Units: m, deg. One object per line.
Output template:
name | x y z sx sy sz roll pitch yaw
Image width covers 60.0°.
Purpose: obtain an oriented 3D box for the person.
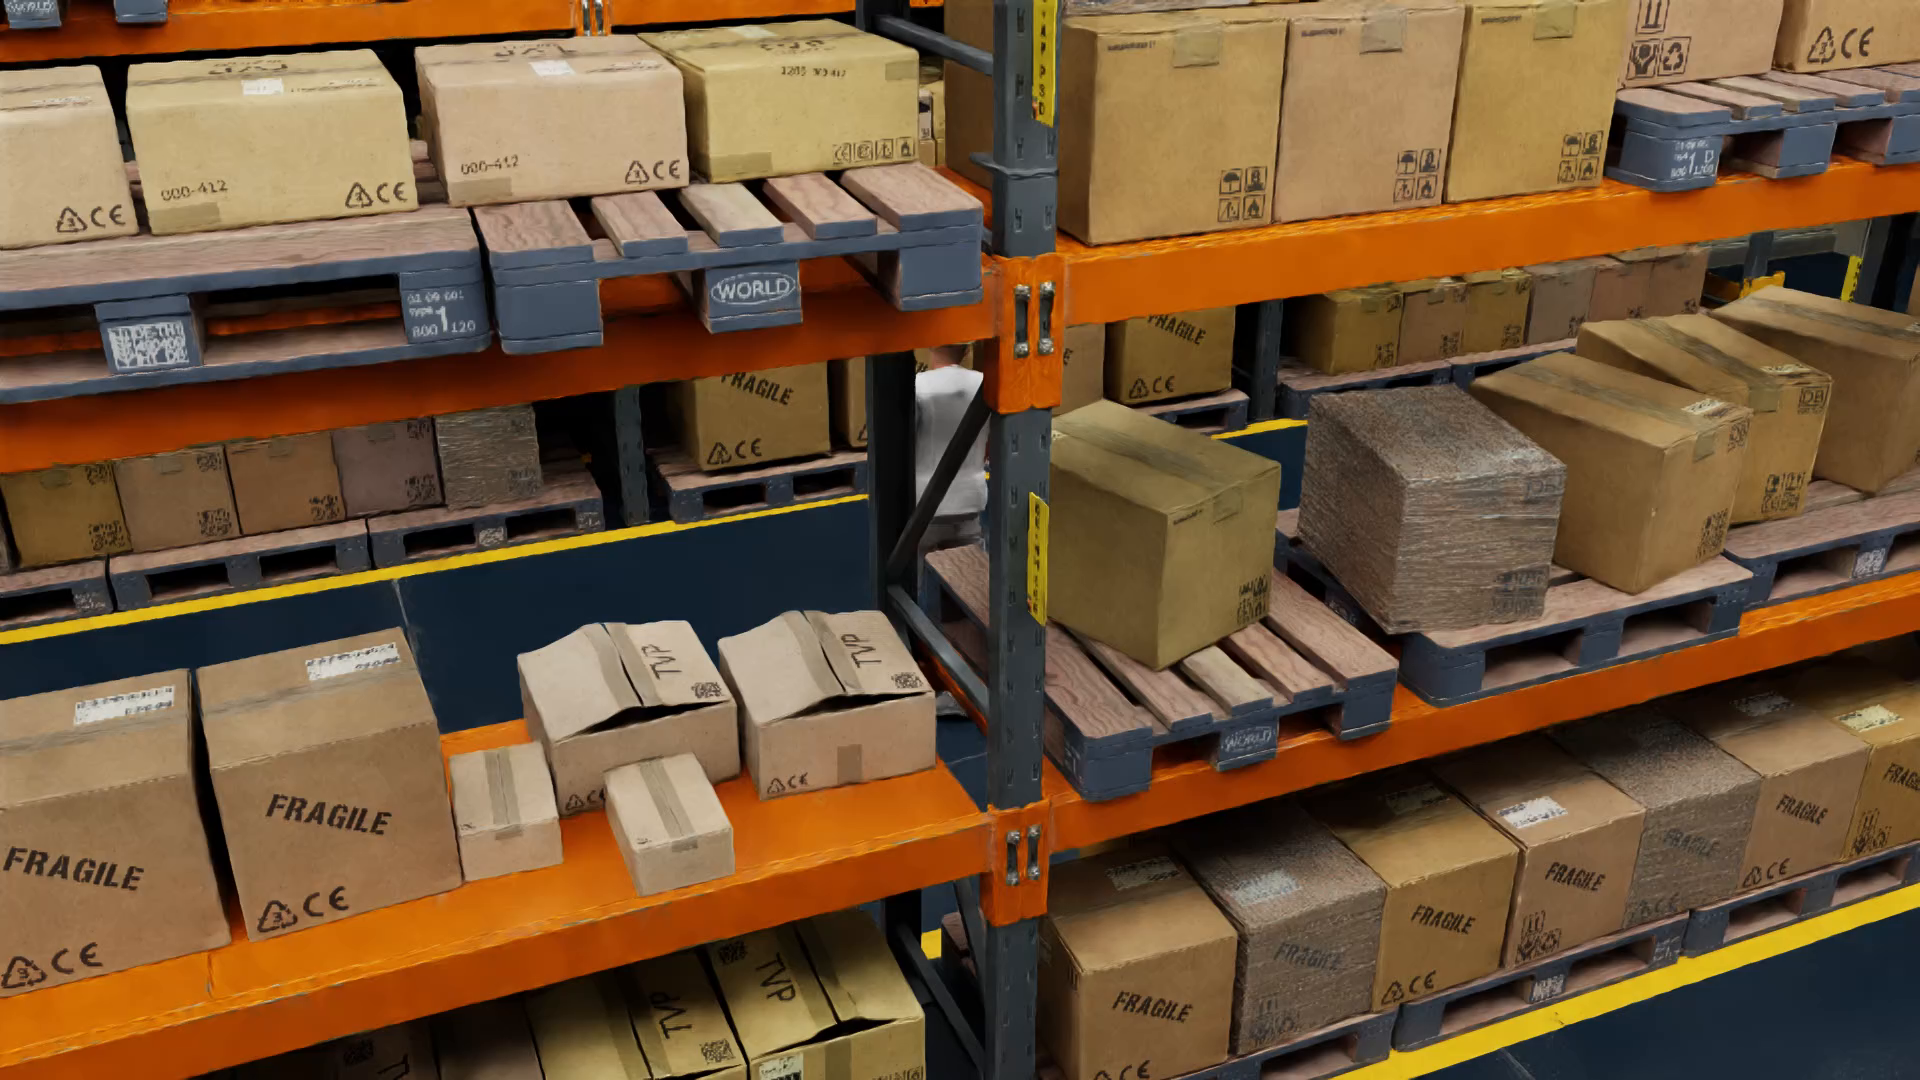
person | -0.119 -0.109 7.114 0.664 1.772 0.568 -10 28 -20
